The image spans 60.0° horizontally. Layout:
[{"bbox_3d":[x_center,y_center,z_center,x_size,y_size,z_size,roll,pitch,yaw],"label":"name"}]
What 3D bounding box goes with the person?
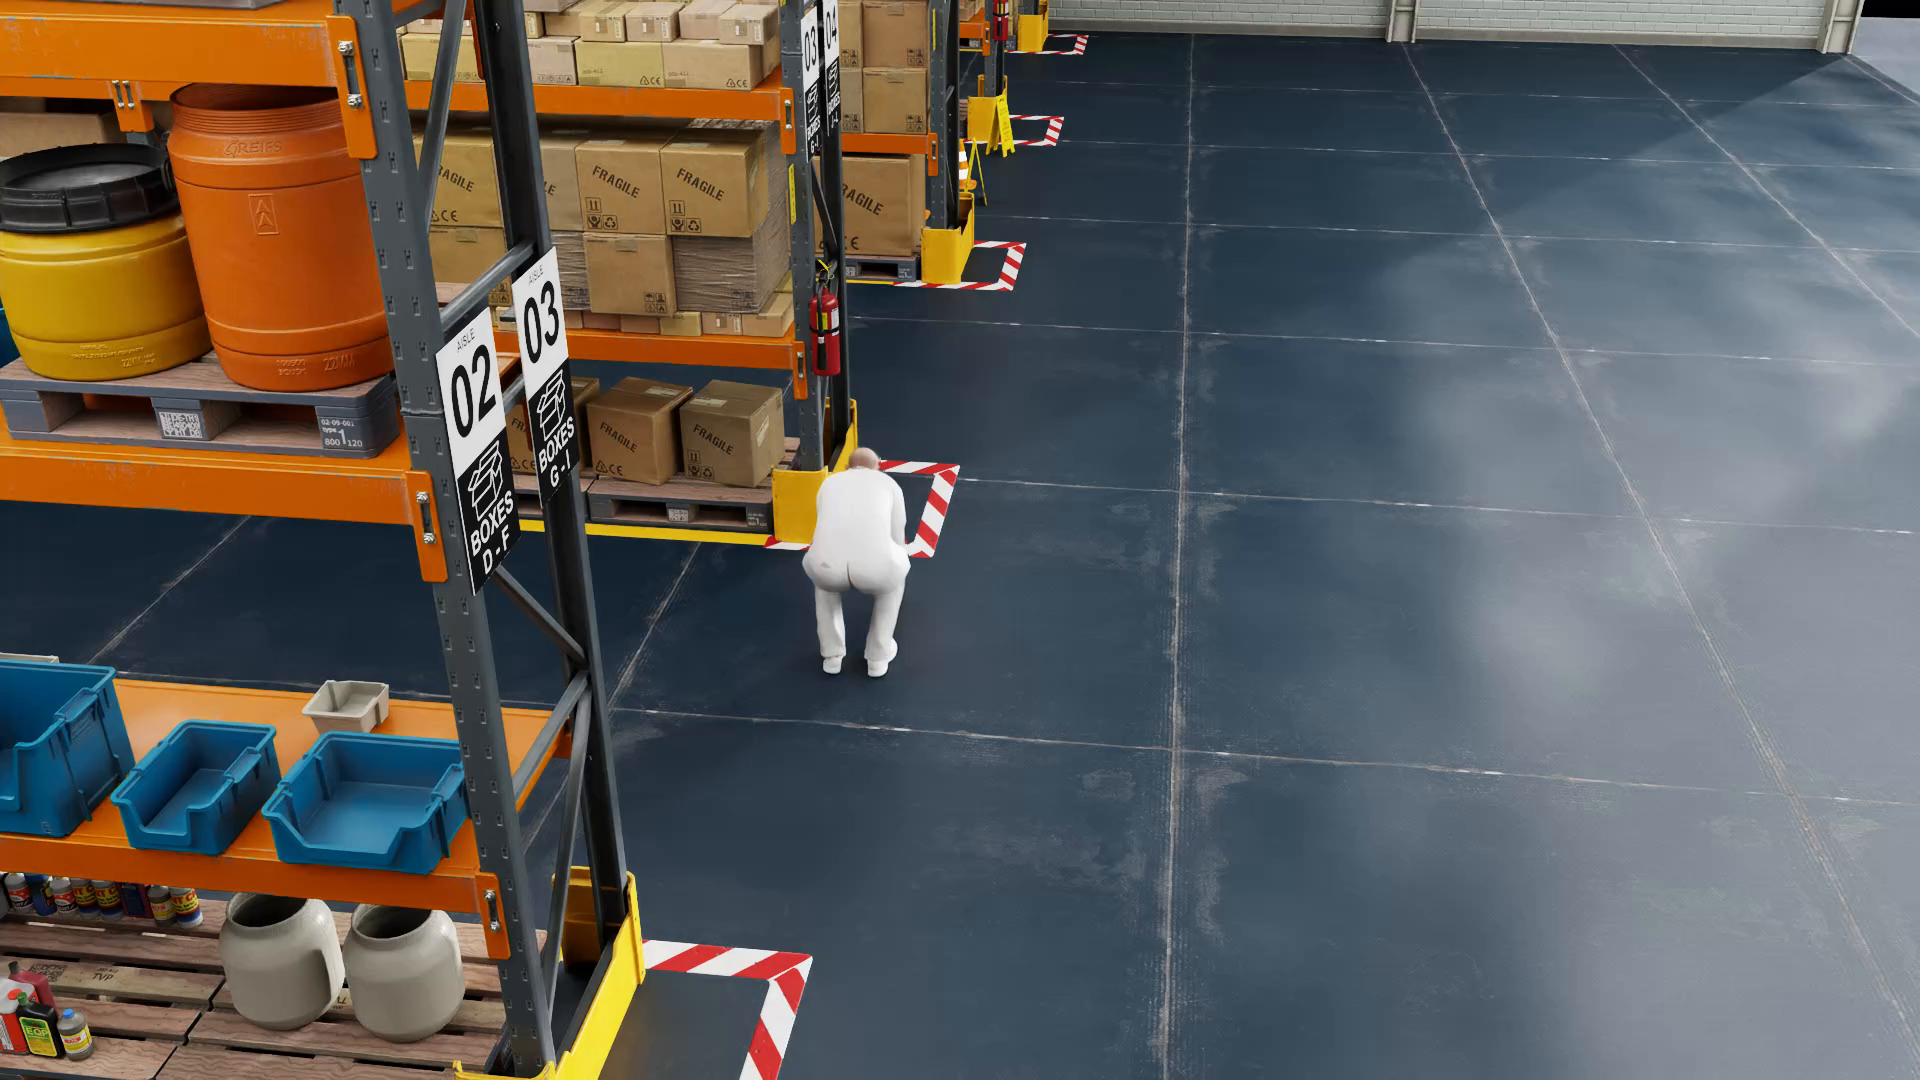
[{"bbox_3d":[-0.554,0.132,9.176,0.593,1.039,0.943,2,28,4],"label":"person"}]
